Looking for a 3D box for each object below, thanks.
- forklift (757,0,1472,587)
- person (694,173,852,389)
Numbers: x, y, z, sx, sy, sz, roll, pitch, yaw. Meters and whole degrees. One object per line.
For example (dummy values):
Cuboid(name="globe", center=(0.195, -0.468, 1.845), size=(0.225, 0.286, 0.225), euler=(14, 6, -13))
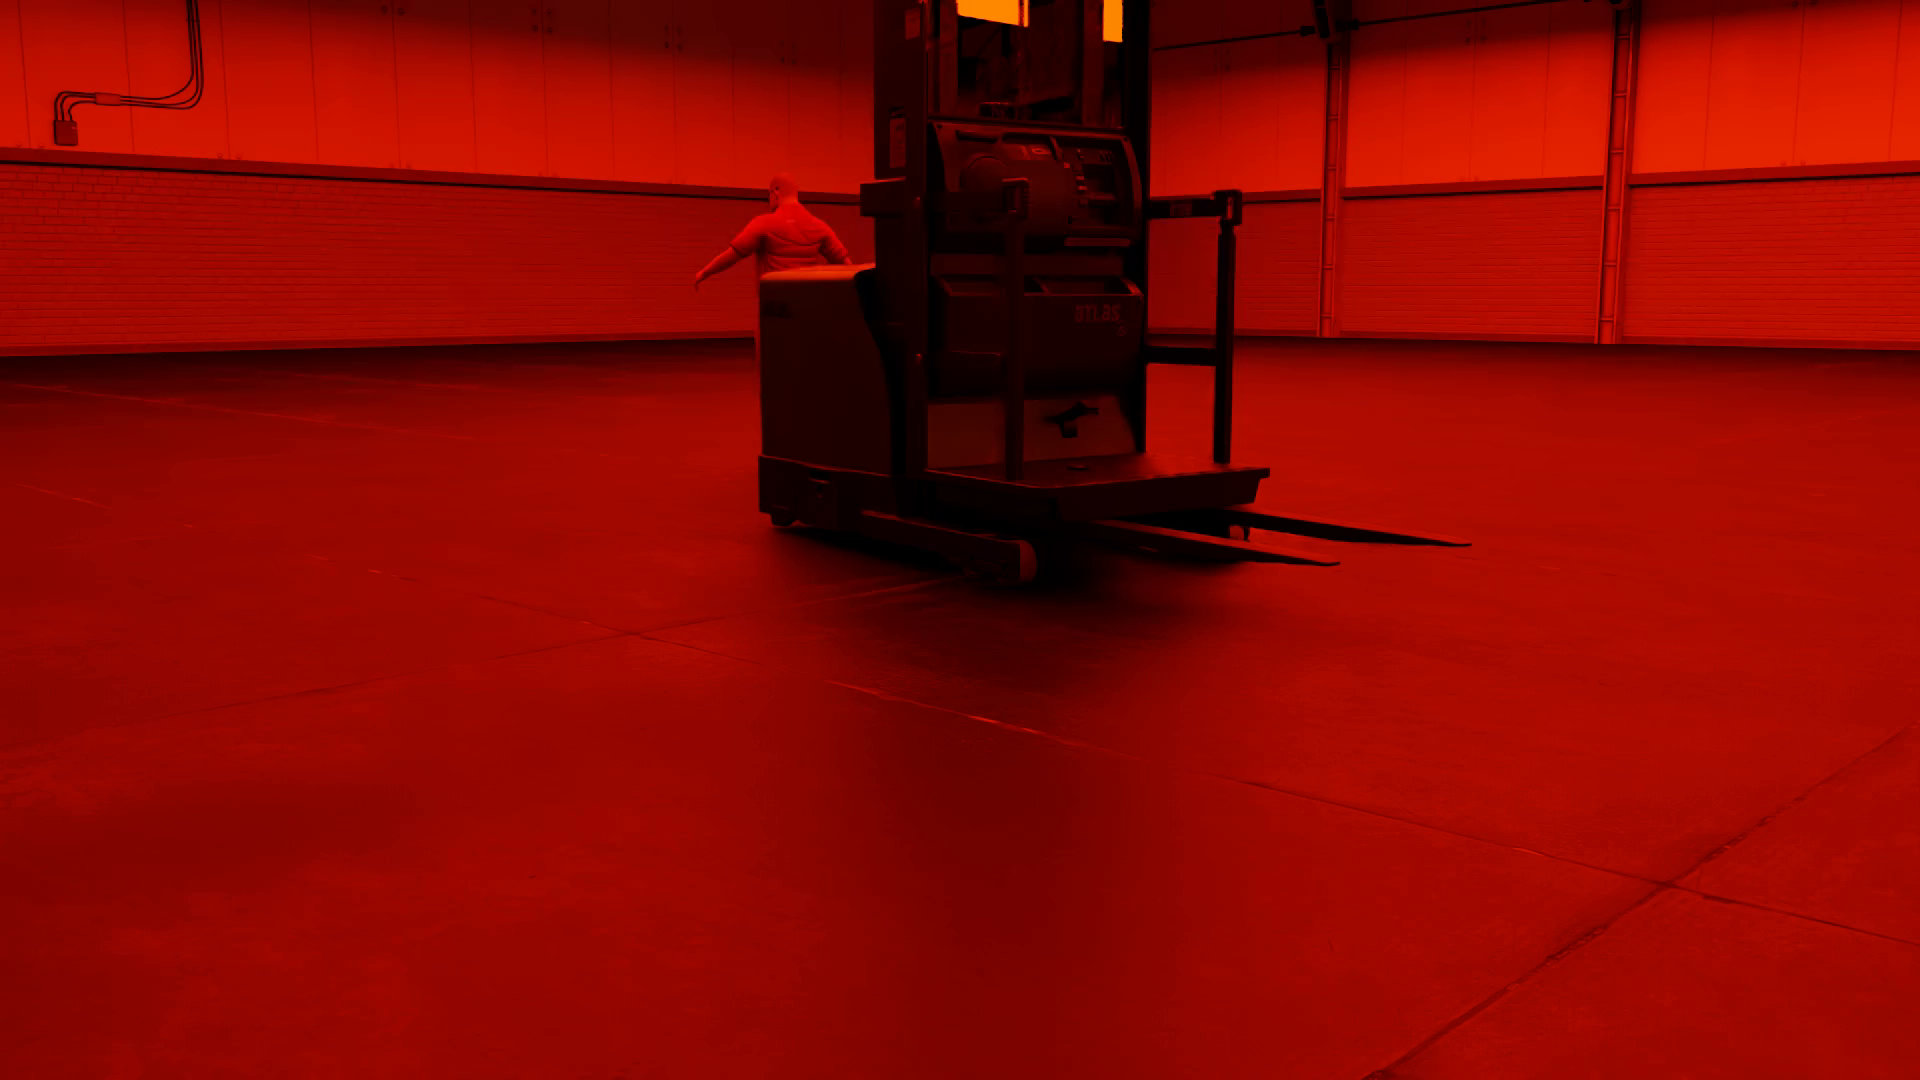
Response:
Cuboid(name="forklift", center=(0.423, -1.371, 5.977), size=(1.130, 2.935, 3.031), euler=(-6, 11, -36))
Cuboid(name="person", center=(-1.044, -1.366, 10.159), size=(0.981, 1.709, 0.760), euler=(-5, 10, -30))
